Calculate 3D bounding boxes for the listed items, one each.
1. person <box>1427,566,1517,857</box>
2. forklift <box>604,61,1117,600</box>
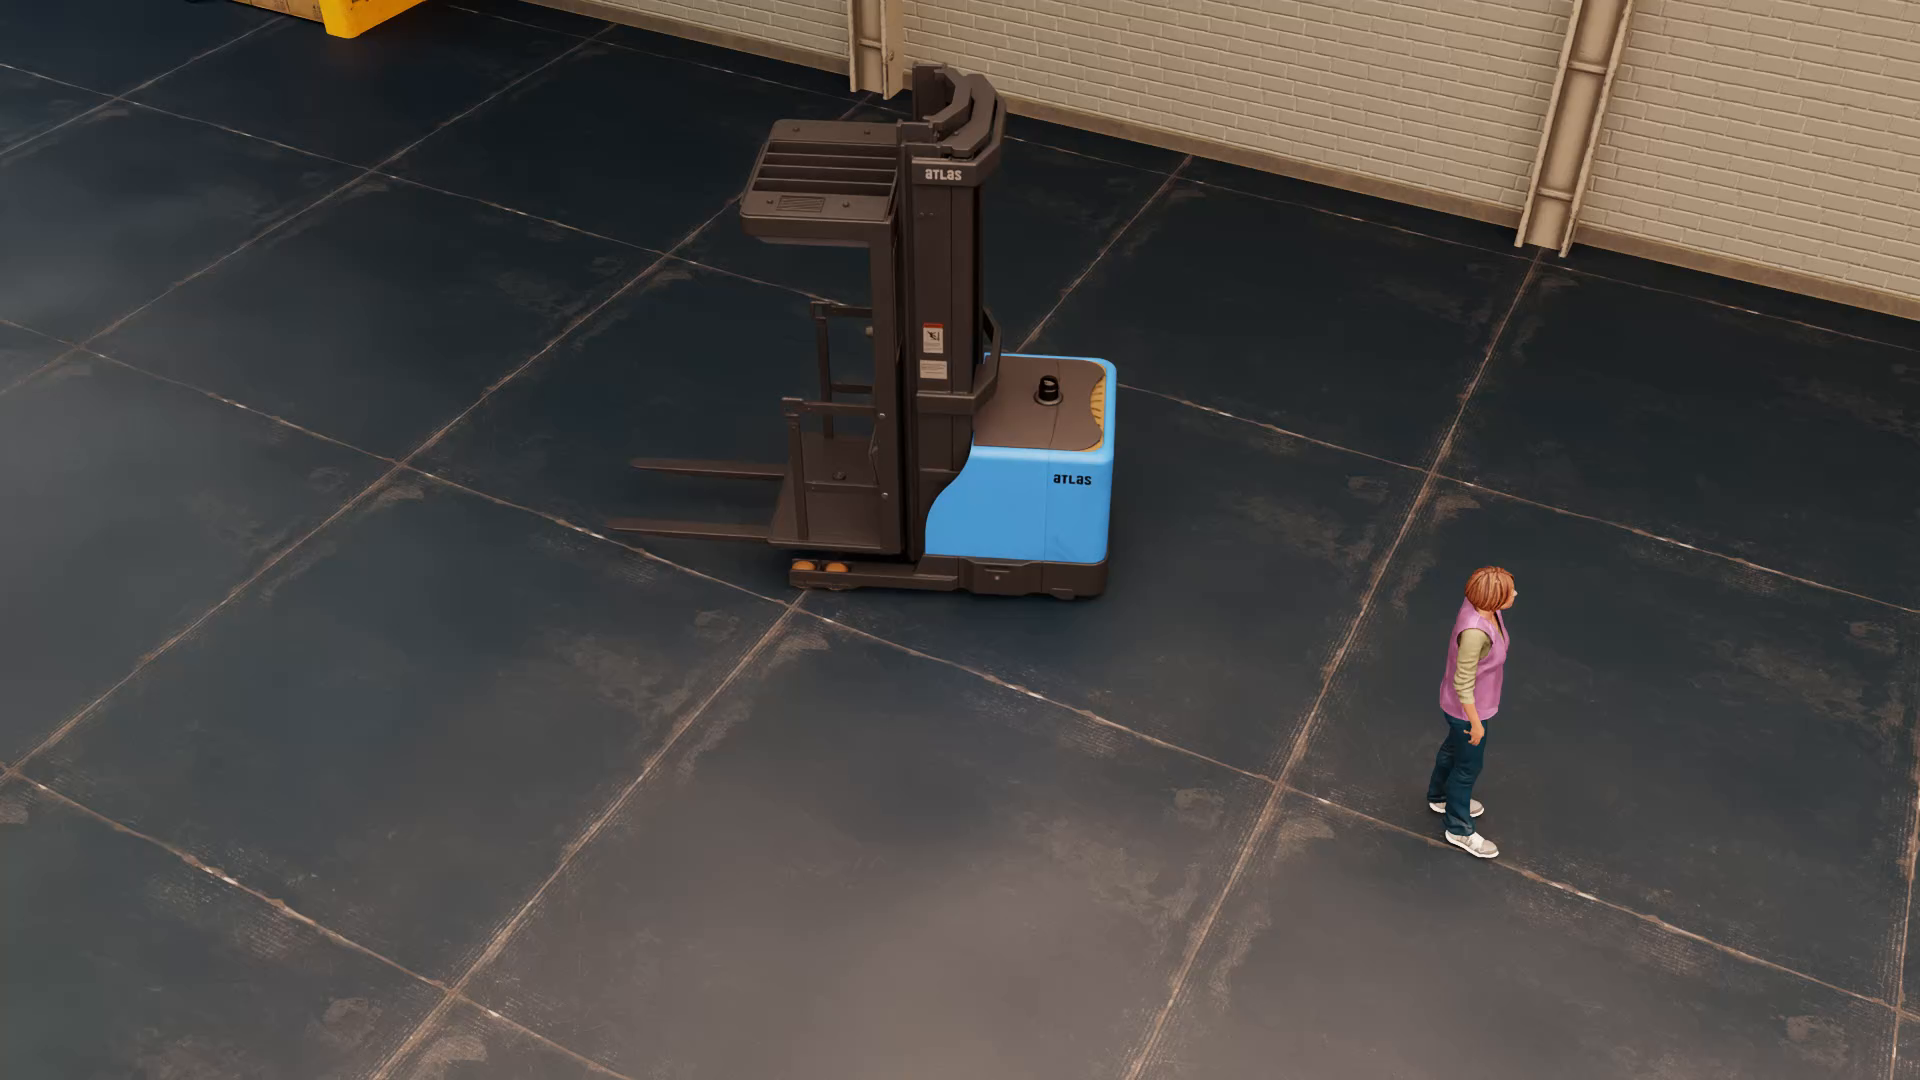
[{"bbox_3d":[2.550,0.799,8.063,0.473,1.598,0.521,13,42,15],"label":"person"},{"bbox_3d":[-0.606,-1.157,9.360,3.031,2.935,1.130,3,40,4],"label":"forklift"}]
